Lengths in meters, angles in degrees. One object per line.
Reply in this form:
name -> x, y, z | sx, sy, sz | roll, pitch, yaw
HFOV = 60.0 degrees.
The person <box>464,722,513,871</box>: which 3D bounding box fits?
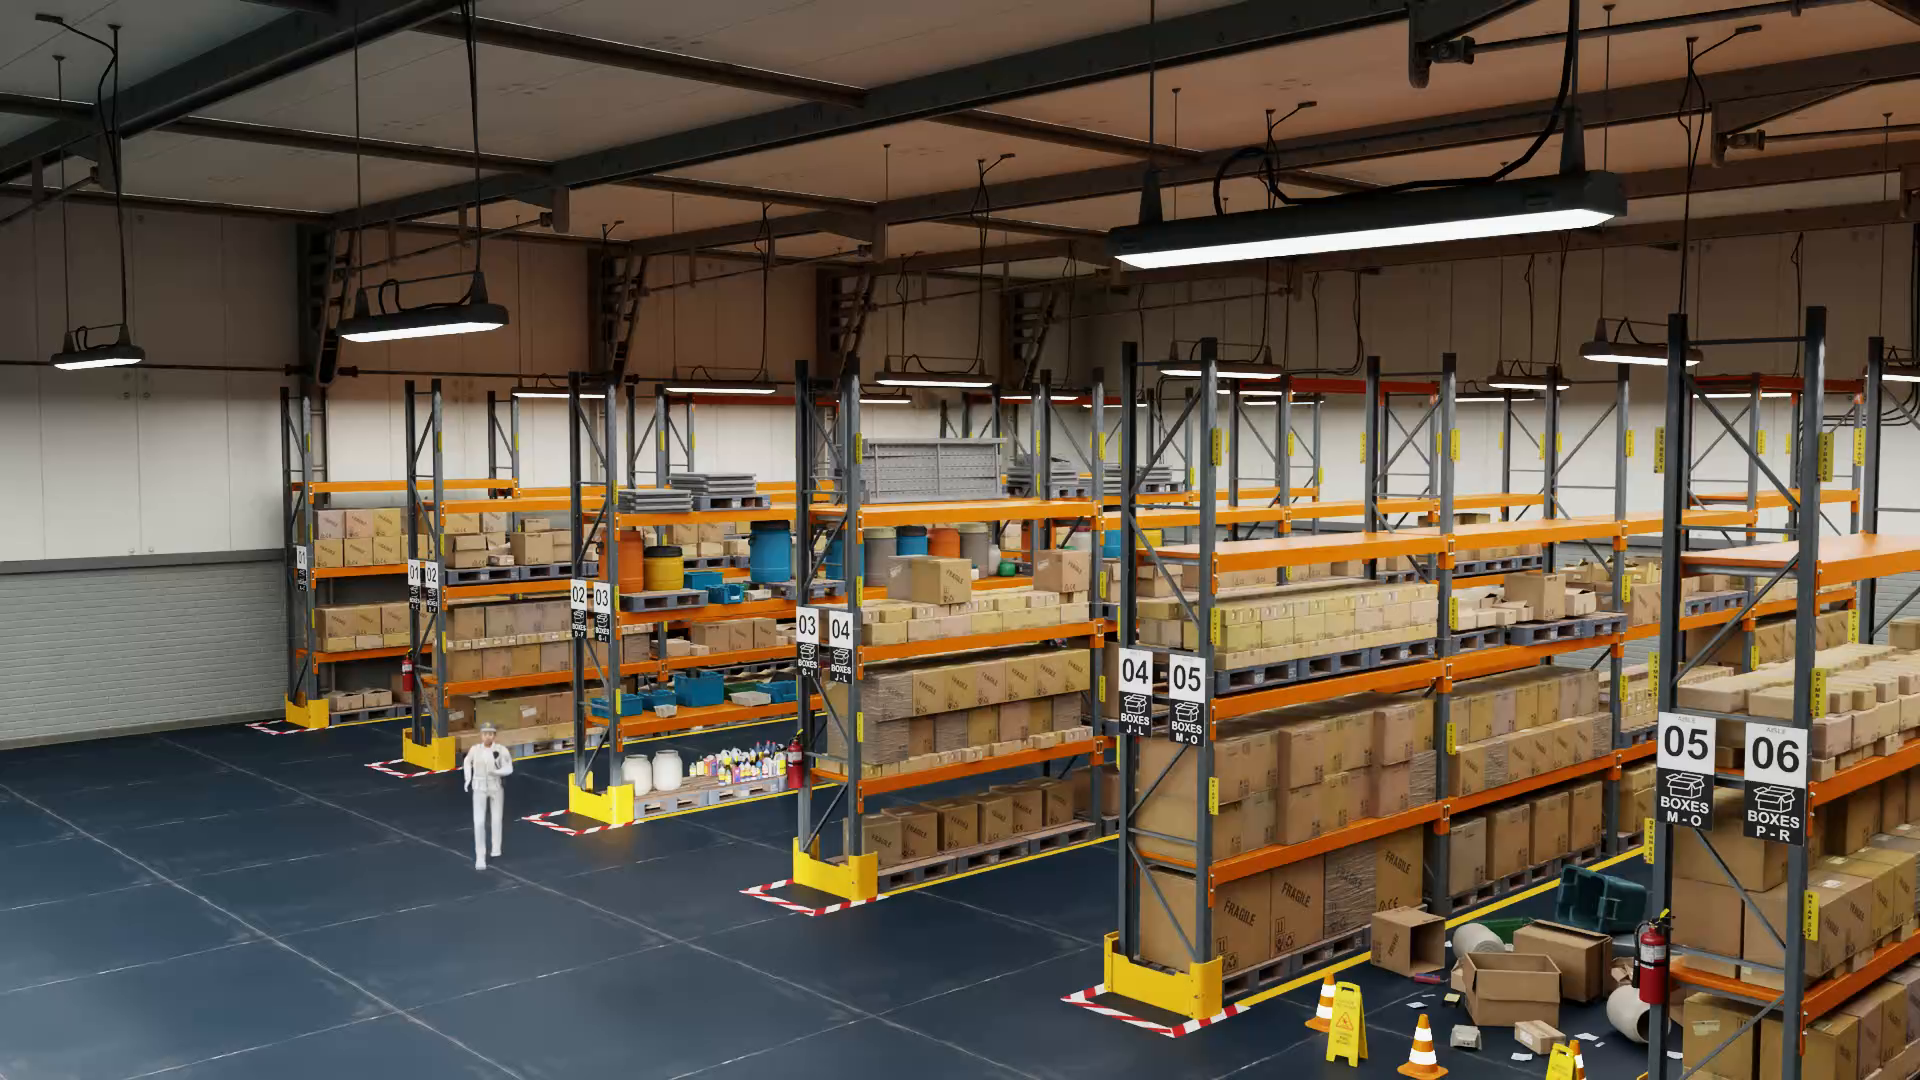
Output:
person -> -5.656, 3.034, 19.958 | 0.582, 1.738, 0.761 | -1, 4, -13
